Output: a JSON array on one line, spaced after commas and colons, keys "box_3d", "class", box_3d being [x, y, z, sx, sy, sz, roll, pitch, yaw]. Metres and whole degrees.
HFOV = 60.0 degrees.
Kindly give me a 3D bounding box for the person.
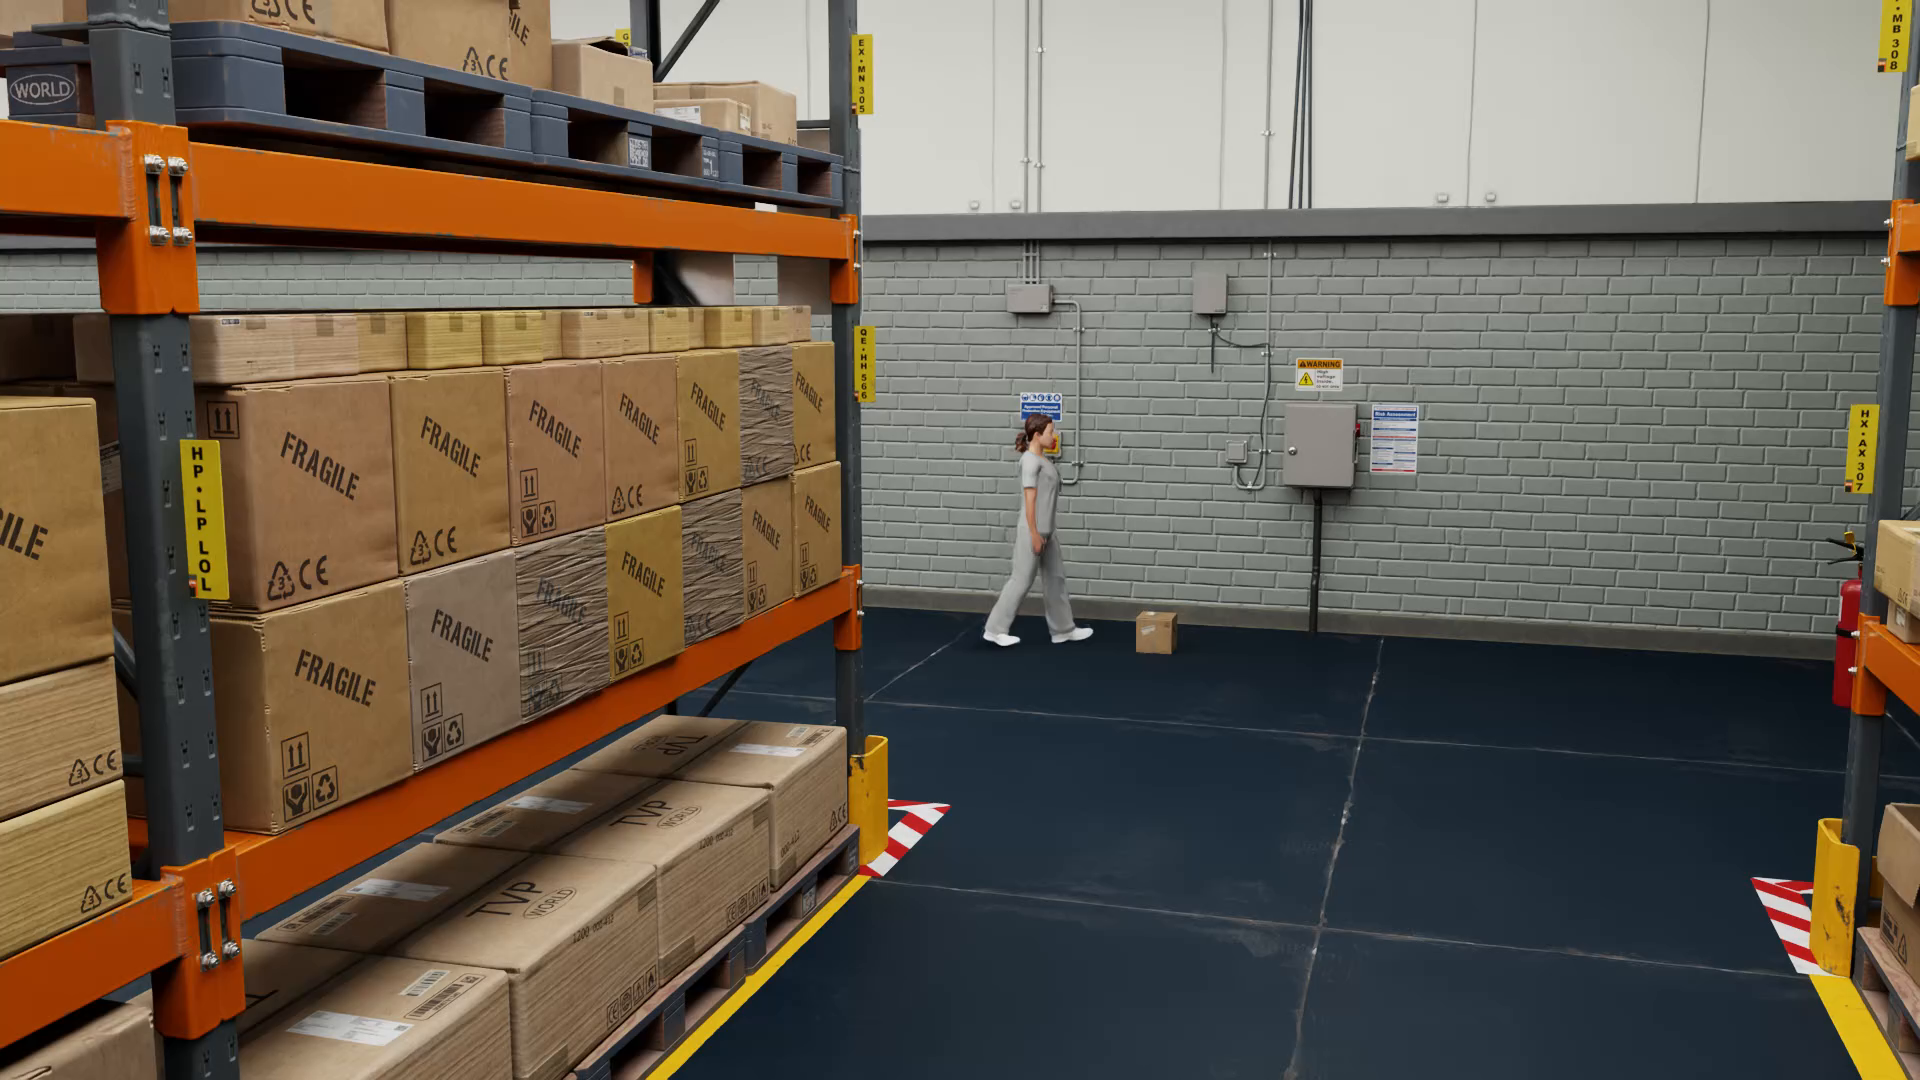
[{"box_3d": [0.567, -0.067, 11.784, 0.747, 1.666, 0.469, 2, 9, 11], "class": "person"}]
